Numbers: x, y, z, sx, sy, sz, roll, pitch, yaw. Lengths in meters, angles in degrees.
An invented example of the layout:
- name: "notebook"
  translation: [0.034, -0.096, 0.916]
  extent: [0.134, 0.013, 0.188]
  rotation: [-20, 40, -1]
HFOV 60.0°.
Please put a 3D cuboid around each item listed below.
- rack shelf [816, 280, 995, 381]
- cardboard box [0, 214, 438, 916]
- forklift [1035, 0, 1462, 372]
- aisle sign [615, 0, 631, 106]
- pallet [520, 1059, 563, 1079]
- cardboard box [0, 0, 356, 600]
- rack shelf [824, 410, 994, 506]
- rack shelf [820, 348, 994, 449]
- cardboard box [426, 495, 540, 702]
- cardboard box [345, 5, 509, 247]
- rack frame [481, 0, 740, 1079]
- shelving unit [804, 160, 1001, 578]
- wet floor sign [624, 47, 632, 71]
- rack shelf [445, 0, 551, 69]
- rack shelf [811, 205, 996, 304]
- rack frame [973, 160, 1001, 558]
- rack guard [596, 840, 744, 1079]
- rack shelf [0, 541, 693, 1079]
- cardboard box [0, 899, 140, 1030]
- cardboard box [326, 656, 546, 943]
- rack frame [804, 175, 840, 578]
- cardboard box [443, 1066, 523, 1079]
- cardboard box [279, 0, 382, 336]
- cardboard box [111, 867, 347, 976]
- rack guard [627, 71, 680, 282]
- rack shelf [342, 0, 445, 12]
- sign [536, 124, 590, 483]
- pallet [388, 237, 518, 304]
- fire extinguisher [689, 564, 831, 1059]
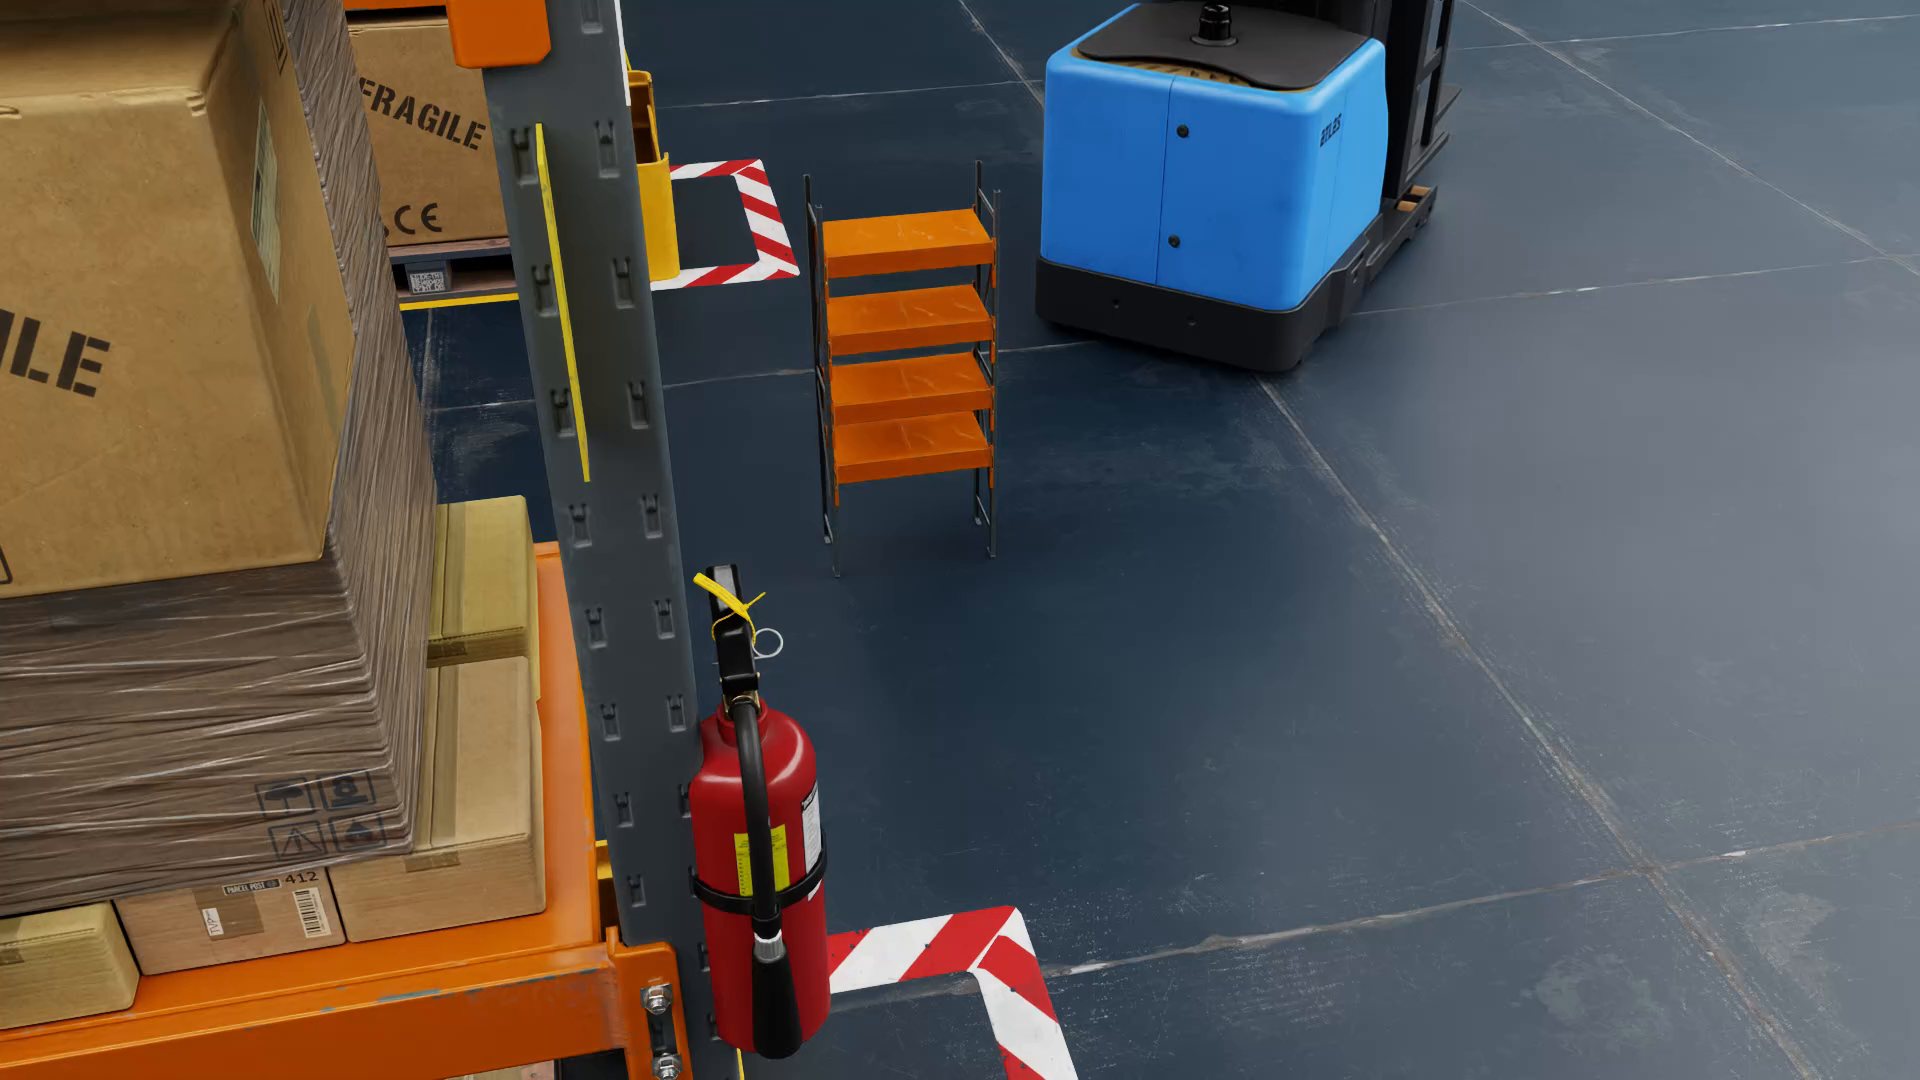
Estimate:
- name: "rack shelf"
  translation: [-0.161, -0.608, 4.798]
  extent: [0.480, 0.148, 0.258]
  rotation: [-7, 35, -11]
- name: "cardboard box"
  translation: [-1.016, -0.021, 2.232]
  extent: [0.500, 0.500, 0.875]
  rotation: [-7, 35, -11]
- name: "forklift"
  translation: [1.442, -2.623, 6.528]
  extent: [1.130, 2.935, 3.031]
  rotation: [17, 37, 24]
- name: "aisle sign"
  translation: [-0.347, -0.832, 1.466]
  extent: [0.004, 0.787, 0.394]
  rotation: [-7, 35, -11]
- name: "pallet"
  translation: [-1.348, 1.339, 3.065]
  extent: [1.213, 0.211, 1.003]
  rotation: [-7, 35, -11]
- name: "cardboard box"
  translation: [-0.956, -0.287, 1.731]
  extent: [0.500, 0.500, 0.500]
  rotation: [-7, 35, -11]
- name: "rack shelf"
  translation: [-0.161, -0.257, 5.033]
  extent: [0.480, 0.148, 0.258]
  rotation: [-7, 35, -11]
- name: "rack shelf"
  translation: [-0.161, -0.422, 4.923]
  extent: [0.480, 0.148, 0.258]
  rotation: [-7, 35, -11]
- name: "cardboard box"
  translation: [-0.805, 0.101, 2.633]
  extent: [0.250, 0.149, 0.380]
  rotation: [-7, 35, -11]
- name: "cardboard box"
  translation: [-2.116, -1.789, 6.755]
  extent: [0.875, 0.875, 0.875]
  rotation: [-7, 34, -10]
- name: "rack frame"
  translation: [-0.474, 0.092, 2.422]
  extent: [0.127, 3.000, 1.000]
  rotation: [-7, 35, -11]
- name: "shelving unit"
  translation: [-0.161, -0.478, 4.885]
  extent: [0.503, 1.200, 0.258]
  rotation: [-7, 35, -11]
- name: "wet floor sign"
  translation: [-1.878, -2.719, 8.722]
  extent: [0.232, 0.644, 0.267]
  rotation: [-13, 36, -19]
- name: "rack shelf"
  translation: [-2.425, -0.609, 1.420]
  extent: [4.000, 0.370, 1.077]
  rotation: [-7, 35, -11]
- name: "rack shelf"
  translation: [-0.161, -0.804, 4.666]
  extent: [0.480, 0.148, 0.258]
  rotation: [-7, 35, -11]
- name: "rack frame"
  translation: [0.077, -0.508, 4.930]
  extent: [0.015, 1.200, 0.240]
  rotation: [-7, 35, -11]
- name: "rack guard"
  translation: [-0.548, 1.139, 3.104]
  extent: [0.348, 0.500, 1.175]
  rotation: [-7, 35, -11]
- name: "rack shelf"
  translation: [-2.425, 0.636, 2.256]
  extent: [4.000, 0.370, 1.077]
  rotation: [-7, 35, -11]
- name: "cardboard box"
  translation: [-1.183, 0.432, 2.139]
  extent: [0.250, 0.149, 0.380]
  rotation: [-7, 35, -11]
- name: "cardboard box"
  translation: [-0.706, 0.343, 2.272]
  extent: [0.250, 0.149, 0.380]
  rotation: [-7, 35, -11]
- name: "rack frame"
  translation: [-0.399, -0.448, 4.841]
  extent: [0.015, 1.200, 0.240]
  rotation: [-7, 35, -11]
- name: "cardboard box"
  translation: [-1.087, 1.023, 2.900]
  extent: [0.500, 0.500, 0.500]
  rotation: [-1, 34, -2]
- name: "cardboard box"
  translation: [-1.070, -0.569, 2.152]
  extent: [0.500, 0.500, 0.500]
  rotation: [-7, 35, -11]
- name: "cardboard box"
  translation: [-0.950, 0.373, 2.227]
  extent: [0.250, 0.149, 0.380]
  rotation: [-7, 35, -11]
- name: "rack guard"
  translation: [-1.446, -1.582, 7.158]
  extent: [0.348, 0.500, 1.175]
  rotation: [-7, 35, -11]
- name: "rack shelf"
  translation: [-3.420, -2.072, 6.291]
  extent: [4.000, 0.370, 1.077]
  rotation: [-7, 35, -11]
- name: "sign"
  translation: [-0.371, -0.216, 1.558]
  extent: [0.005, 0.325, 0.100]
  rotation: [-7, 35, -11]
- name: "pallet"
  translation: [-2.232, -1.318, 7.024]
  extent: [1.213, 0.211, 1.003]
  rotation: [-7, 35, -11]
- name: "fire extinguisher"
  translation: [-0.261, 0.360, 2.091]
  extent: [0.183, 0.674, 0.296]
  rotation: [-7, 35, -11]
